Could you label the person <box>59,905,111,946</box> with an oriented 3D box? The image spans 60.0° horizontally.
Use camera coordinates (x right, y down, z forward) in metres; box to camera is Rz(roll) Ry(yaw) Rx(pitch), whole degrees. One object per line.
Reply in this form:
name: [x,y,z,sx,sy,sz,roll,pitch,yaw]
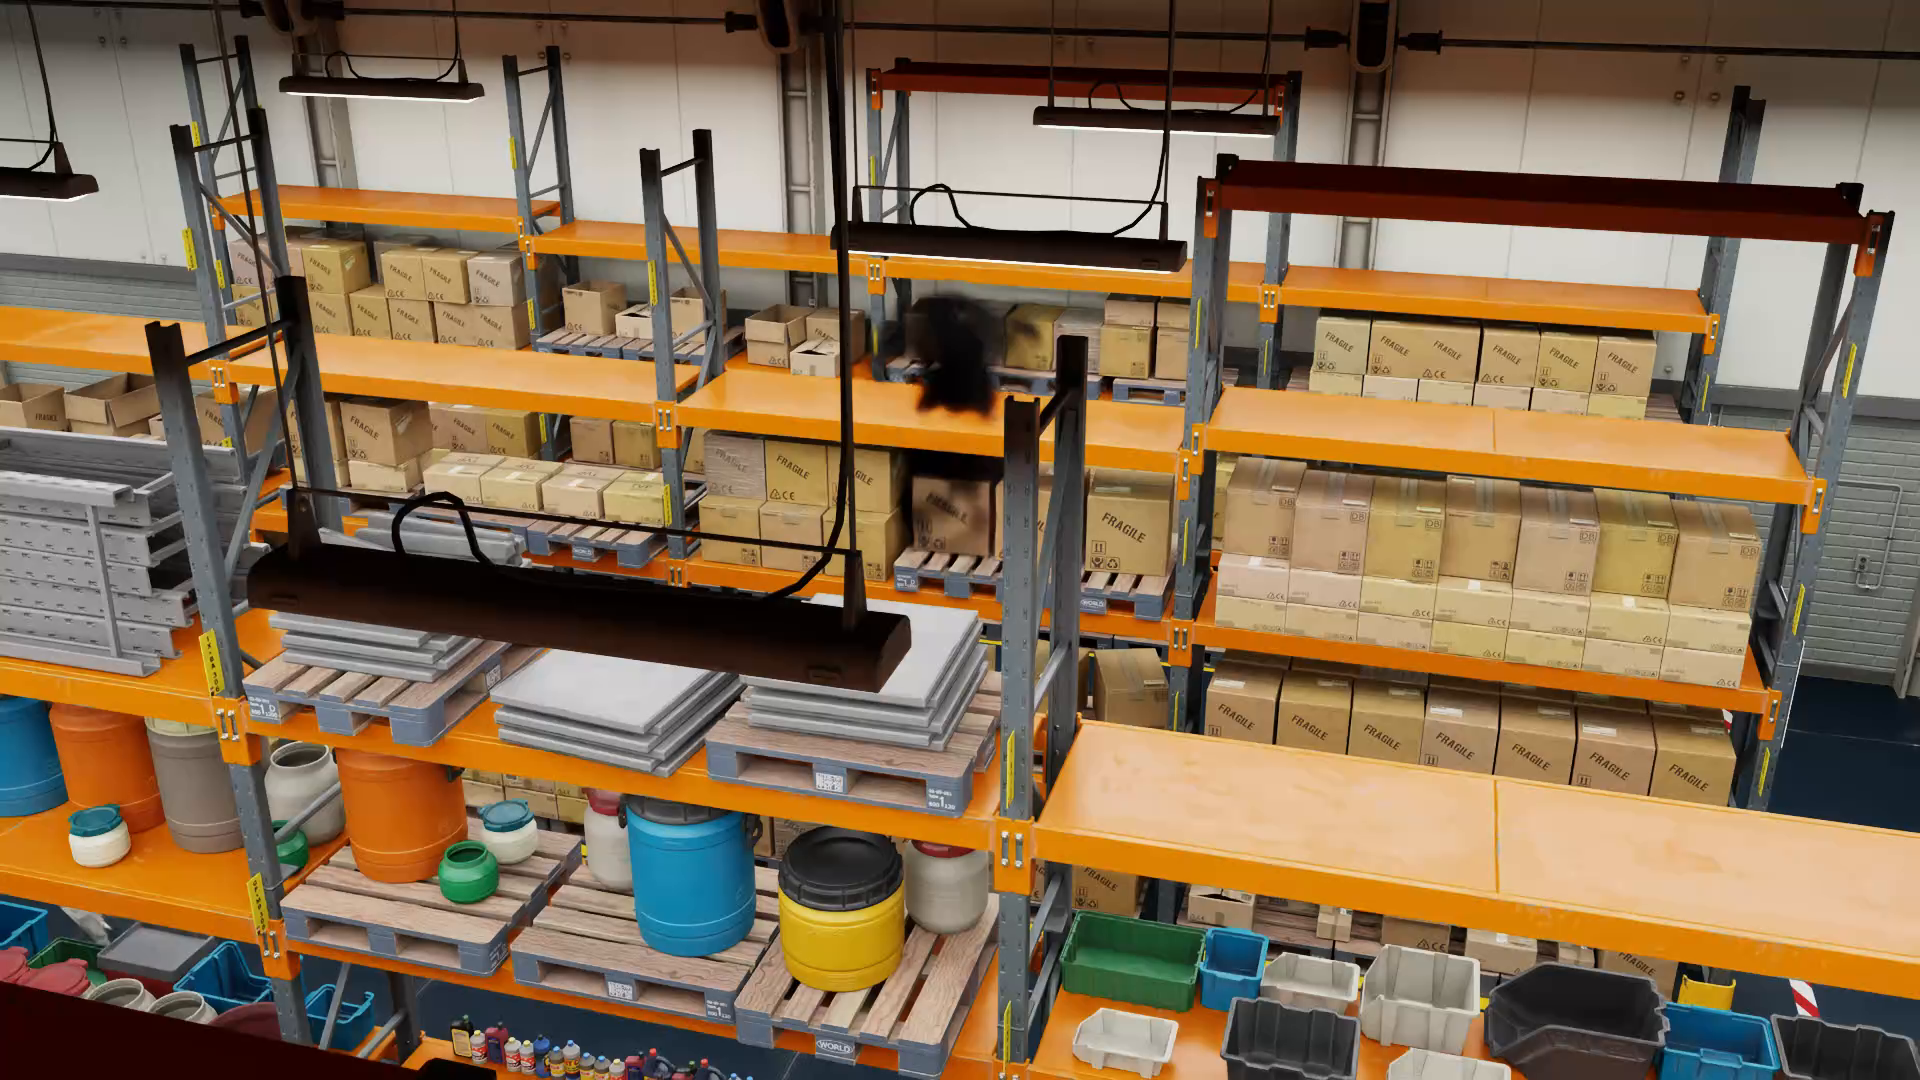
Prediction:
person: [-6.905,2.490,12.770,0.685,1.510,0.494,11,25,25]
